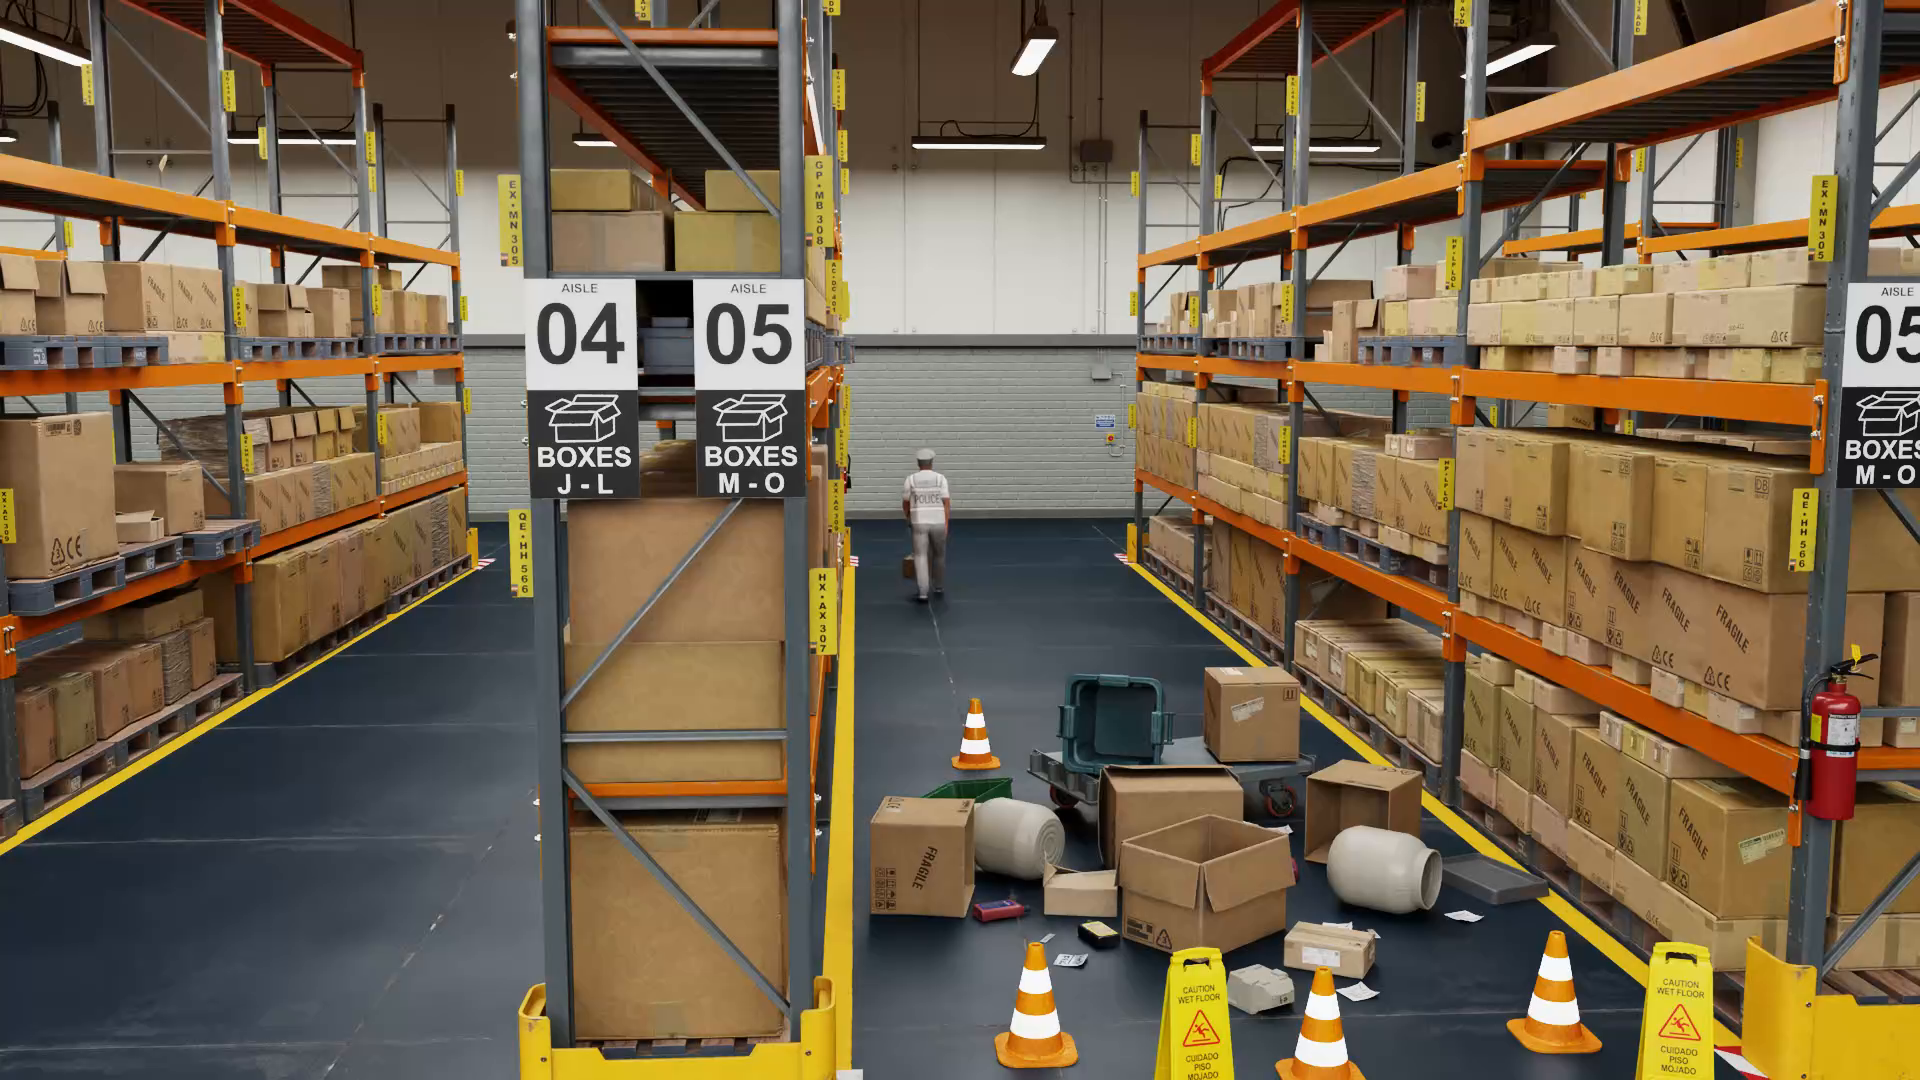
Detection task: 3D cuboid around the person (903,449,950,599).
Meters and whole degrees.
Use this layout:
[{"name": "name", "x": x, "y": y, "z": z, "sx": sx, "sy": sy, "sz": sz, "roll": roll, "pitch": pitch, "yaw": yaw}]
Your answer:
[{"name": "person", "x": -0.394, "y": -0.198, "z": 19.377, "sx": 0.544, "sy": 1.710, "sz": 1.038, "roll": -1, "pitch": 7, "yaw": -6}]
